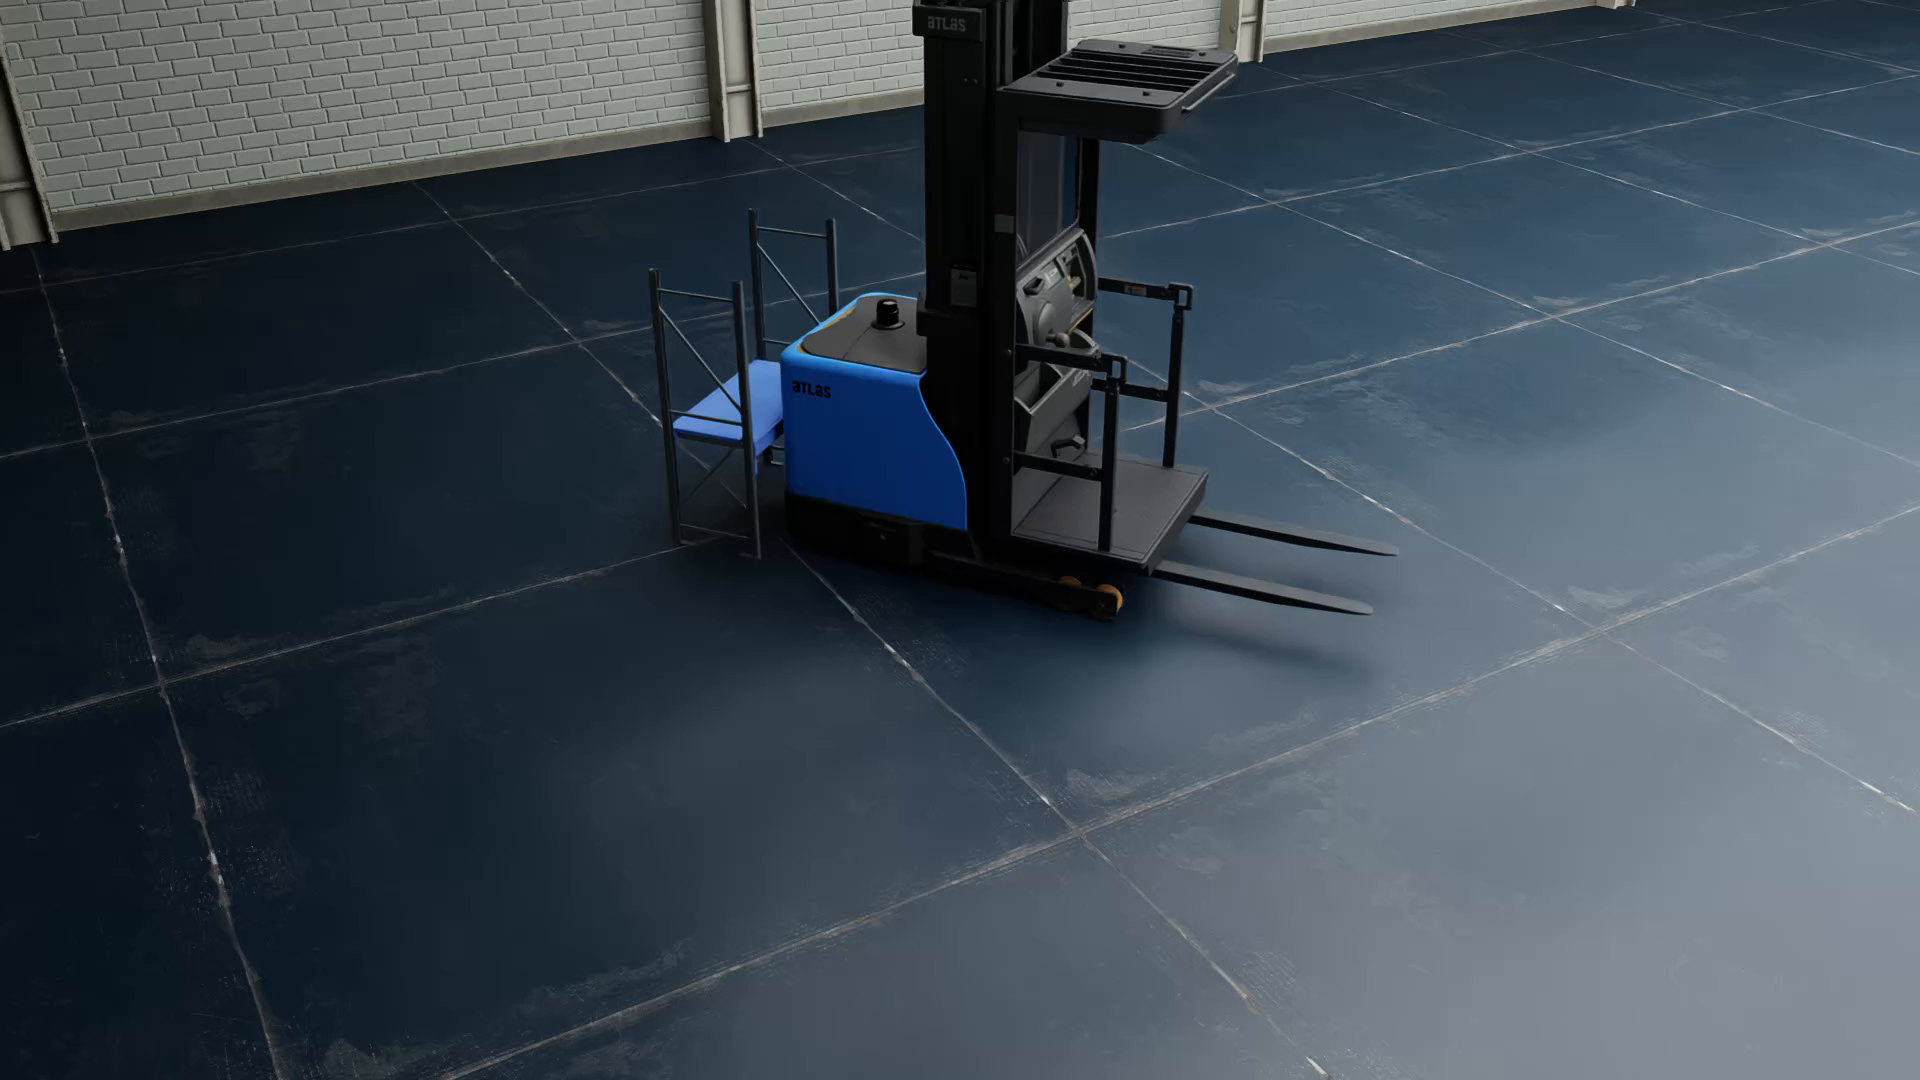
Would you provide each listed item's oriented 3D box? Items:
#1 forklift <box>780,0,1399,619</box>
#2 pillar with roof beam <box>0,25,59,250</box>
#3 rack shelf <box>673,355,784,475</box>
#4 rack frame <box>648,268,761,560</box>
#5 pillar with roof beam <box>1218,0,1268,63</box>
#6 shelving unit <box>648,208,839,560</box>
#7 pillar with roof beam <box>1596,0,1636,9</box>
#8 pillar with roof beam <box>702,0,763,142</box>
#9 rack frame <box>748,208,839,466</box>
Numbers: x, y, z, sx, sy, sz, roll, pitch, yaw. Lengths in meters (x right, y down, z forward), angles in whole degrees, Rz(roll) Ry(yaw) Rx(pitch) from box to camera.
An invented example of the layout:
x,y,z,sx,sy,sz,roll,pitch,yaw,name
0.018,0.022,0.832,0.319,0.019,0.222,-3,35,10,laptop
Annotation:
x,y,z,sx,sy,sz,roll,pitch,yaw,name
0.651,-1.193,7.878,3.031,2.935,1.130,12,31,21,forklift
-5.087,-4.484,7.561,0.400,9.000,9.100,-16,33,-26,pillar with roof beam
-1.076,-0.675,8.793,0.538,0.185,1.000,11,31,19,rack shelf
-1.264,-0.604,8.293,0.500,1.500,0.032,11,31,19,rack frame
5.260,-7.421,12.883,0.400,9.000,9.100,-16,33,-26,pillar with roof beam
-1.077,-0.833,8.706,0.538,1.500,1.048,11,31,19,shelving unit
10.433,-8.890,15.545,0.400,9.000,9.100,-16,33,-26,pillar with roof beam
0.087,-5.952,10.222,0.400,9.000,9.100,-16,33,-26,pillar with roof beam
-0.889,-1.061,9.120,0.500,1.500,0.032,11,31,19,rack frame
